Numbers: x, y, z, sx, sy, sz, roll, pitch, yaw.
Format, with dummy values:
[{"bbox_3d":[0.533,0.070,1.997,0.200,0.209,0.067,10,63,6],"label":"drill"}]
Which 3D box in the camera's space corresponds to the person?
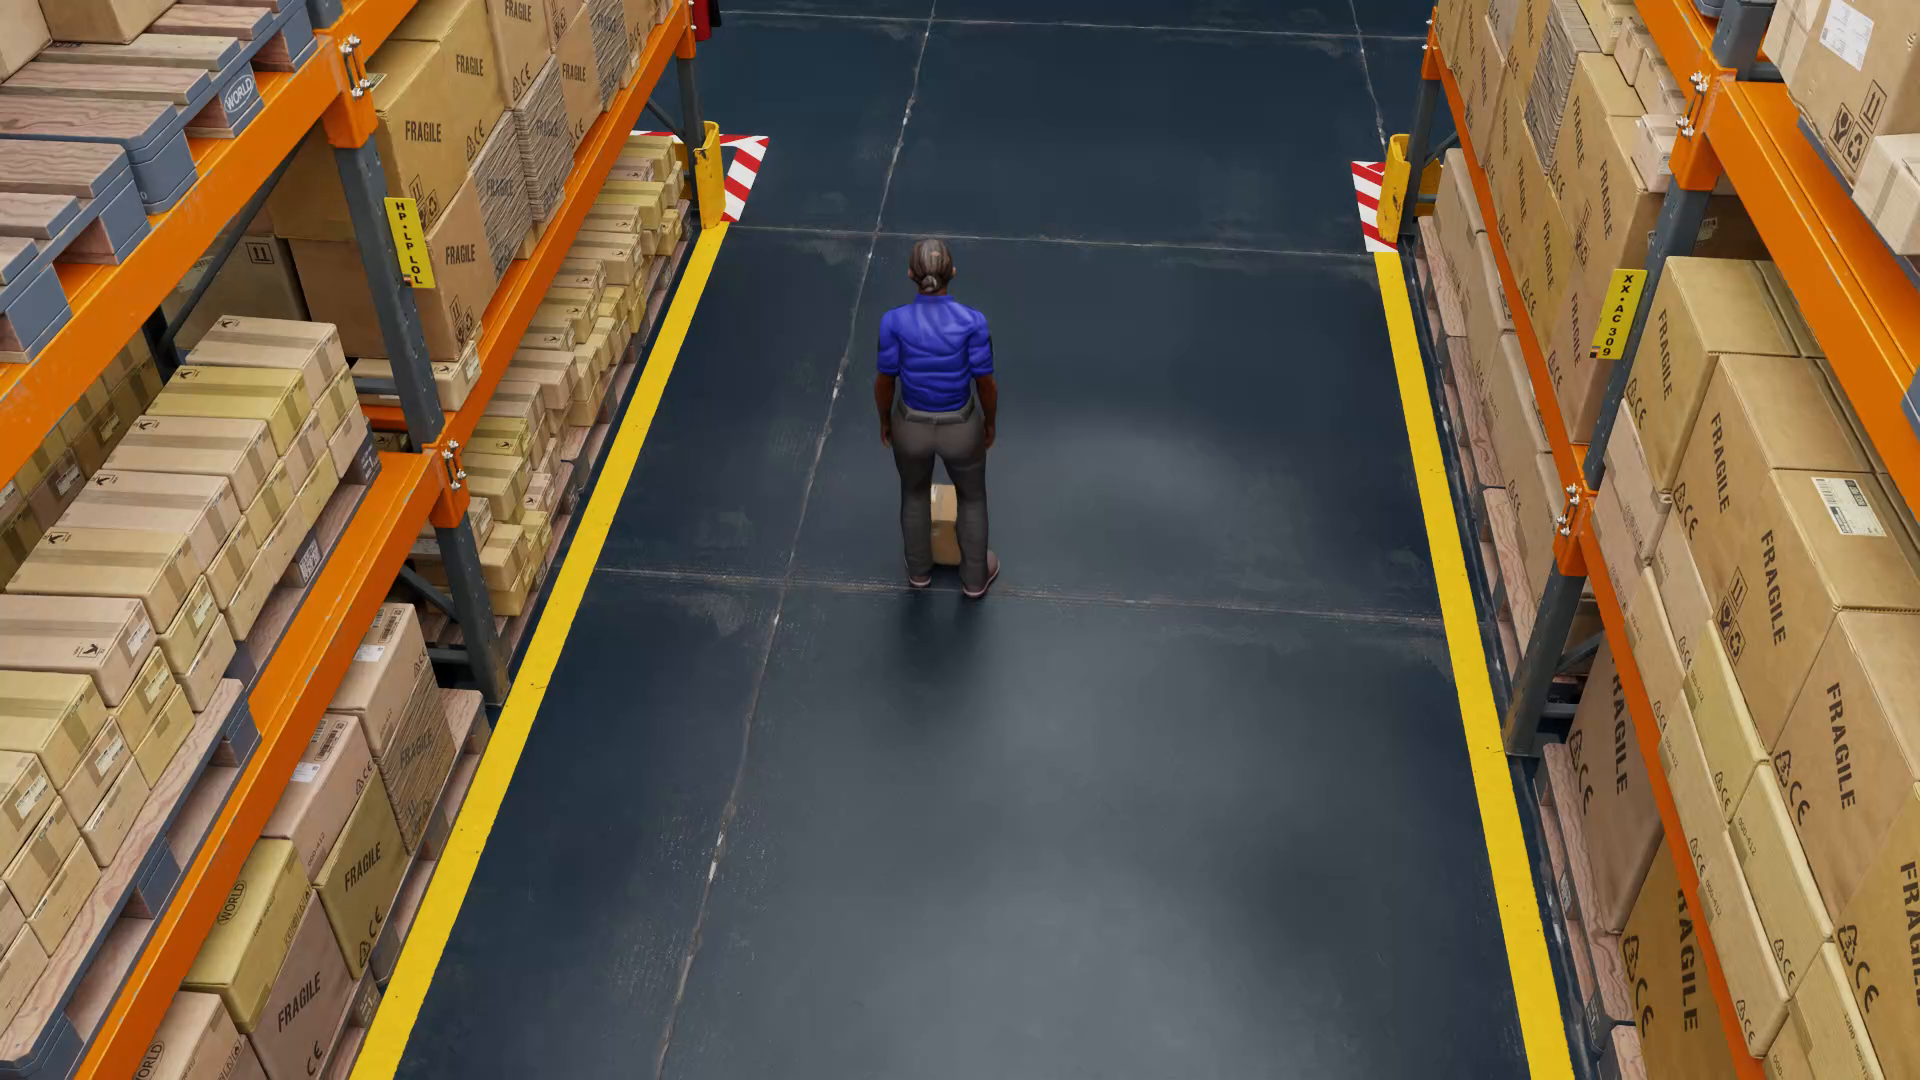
[{"bbox_3d":[-0.082,-0.472,6.716,0.506,1.655,0.400,2,40,2],"label":"person"}]
